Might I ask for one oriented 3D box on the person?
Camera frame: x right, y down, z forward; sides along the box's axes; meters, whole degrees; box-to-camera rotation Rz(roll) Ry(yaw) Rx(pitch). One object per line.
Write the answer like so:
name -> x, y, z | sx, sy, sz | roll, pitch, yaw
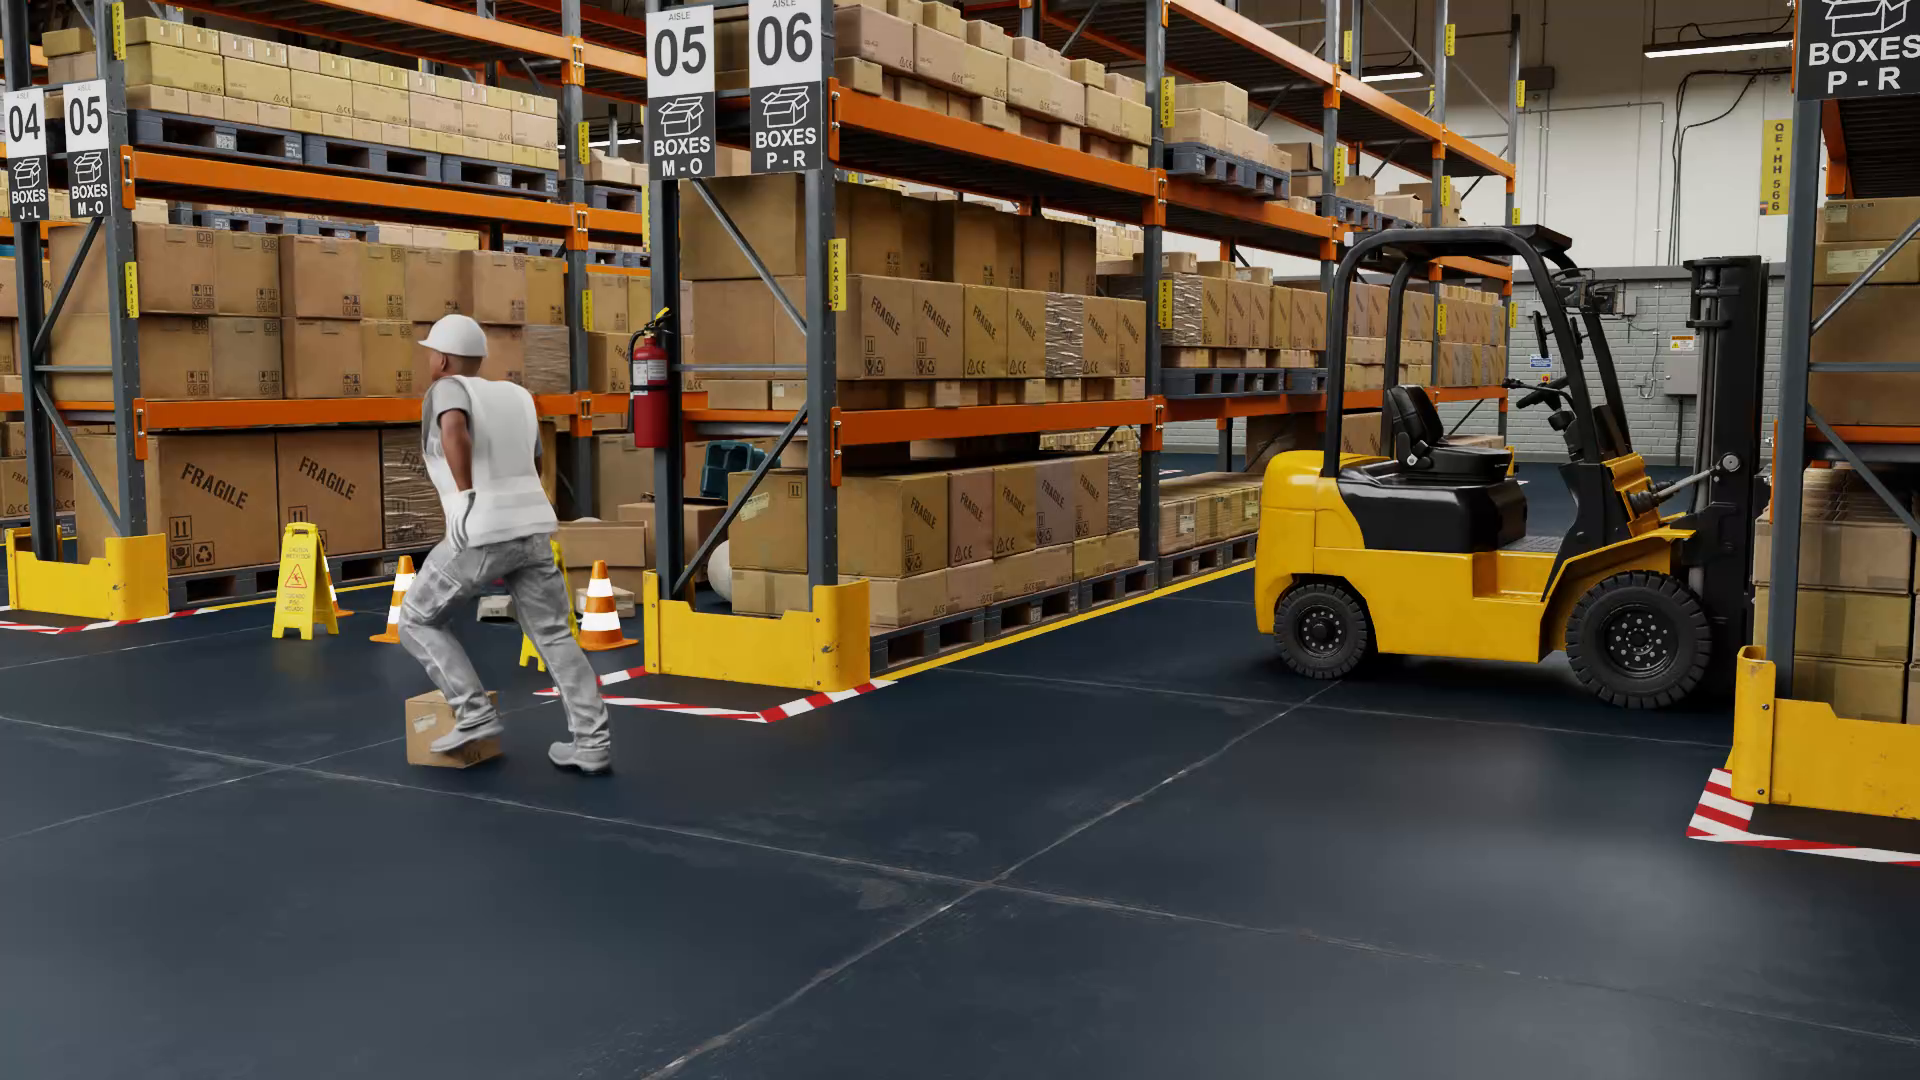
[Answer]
person -> -1.776, 0.004, 6.230 | 0.908, 1.690, 0.675 | 4, 7, 34
